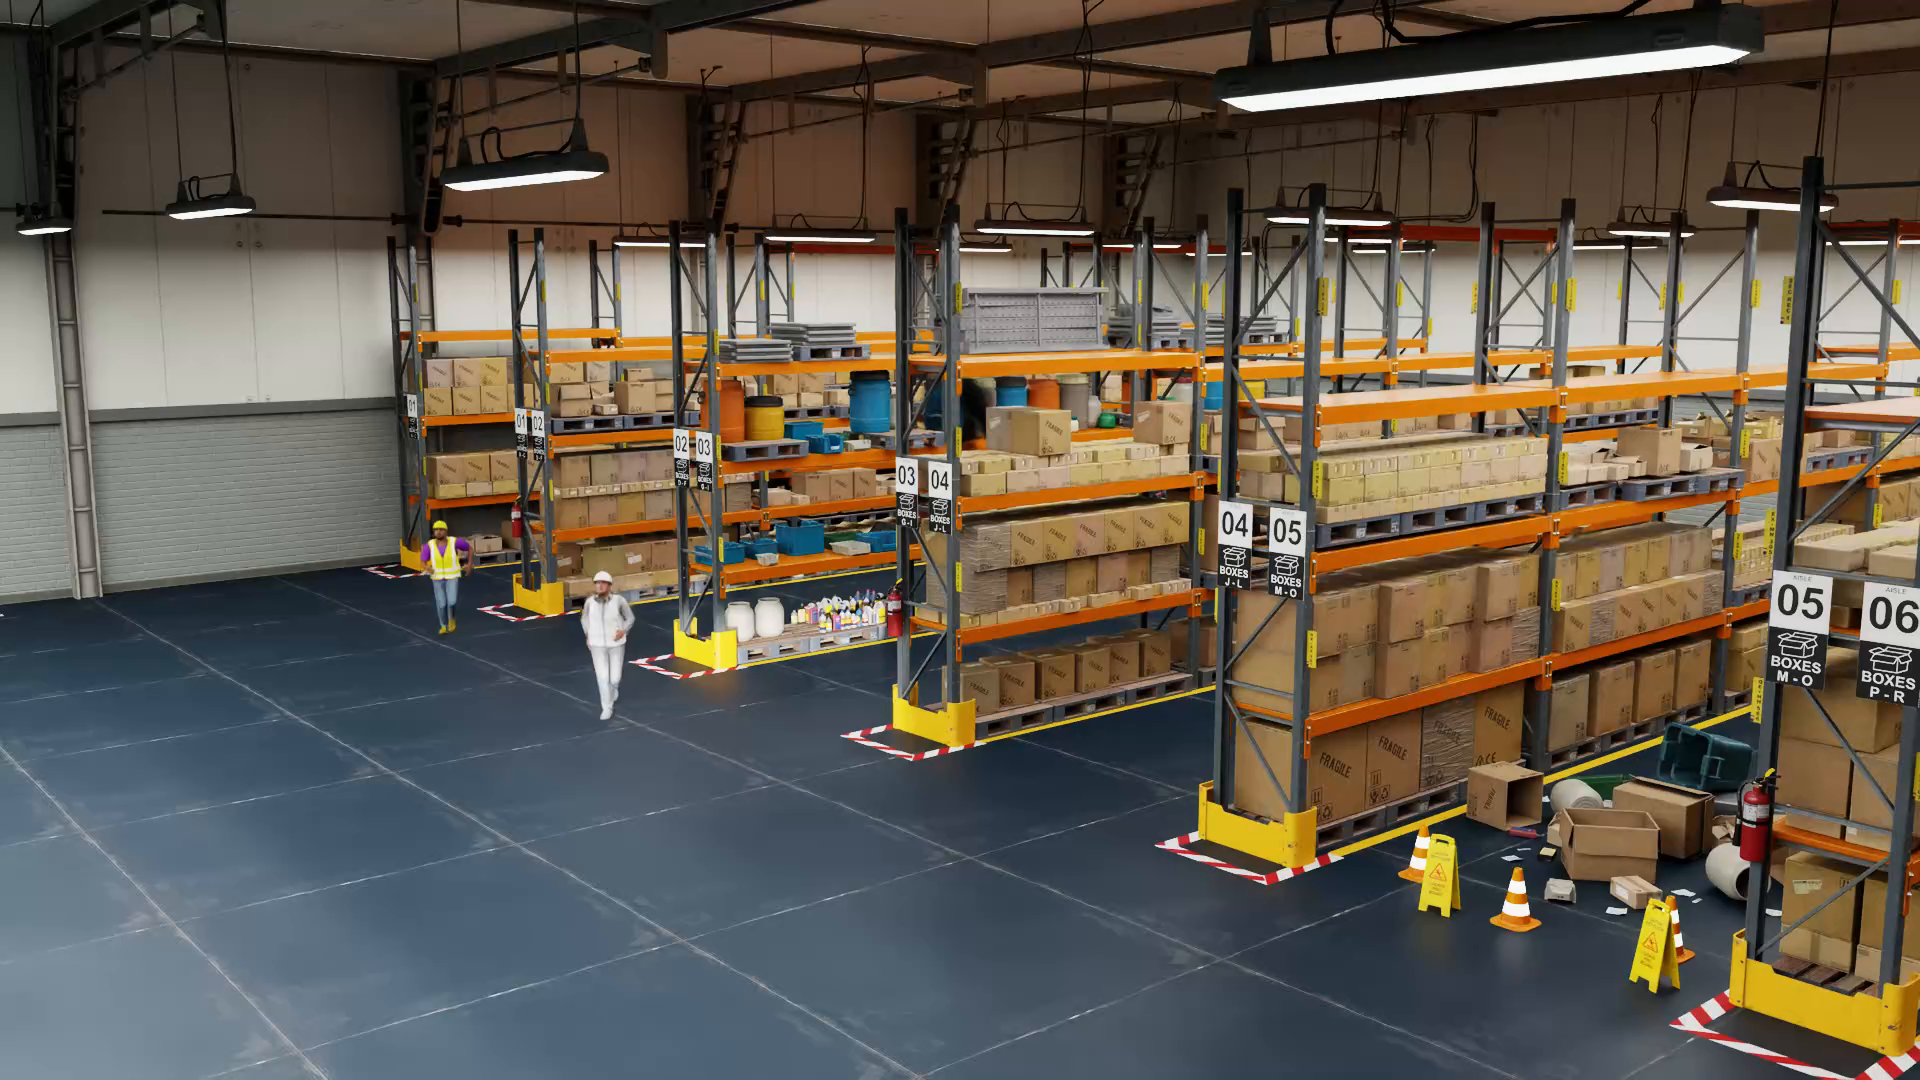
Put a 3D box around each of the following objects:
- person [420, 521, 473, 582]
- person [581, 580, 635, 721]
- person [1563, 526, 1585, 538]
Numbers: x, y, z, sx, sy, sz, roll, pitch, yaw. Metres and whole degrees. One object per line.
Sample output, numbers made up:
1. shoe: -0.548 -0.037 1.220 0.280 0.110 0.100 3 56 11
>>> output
1. person: -7.516 0.163 24.257 0.726 0.888 0.681 -1 9 -9
2. person: -4.249 1.268 20.071 0.658 1.710 0.708 -1 9 -4
3. person: 8.978 0.584 24.365 0.672 1.746 0.720 7 11 39
